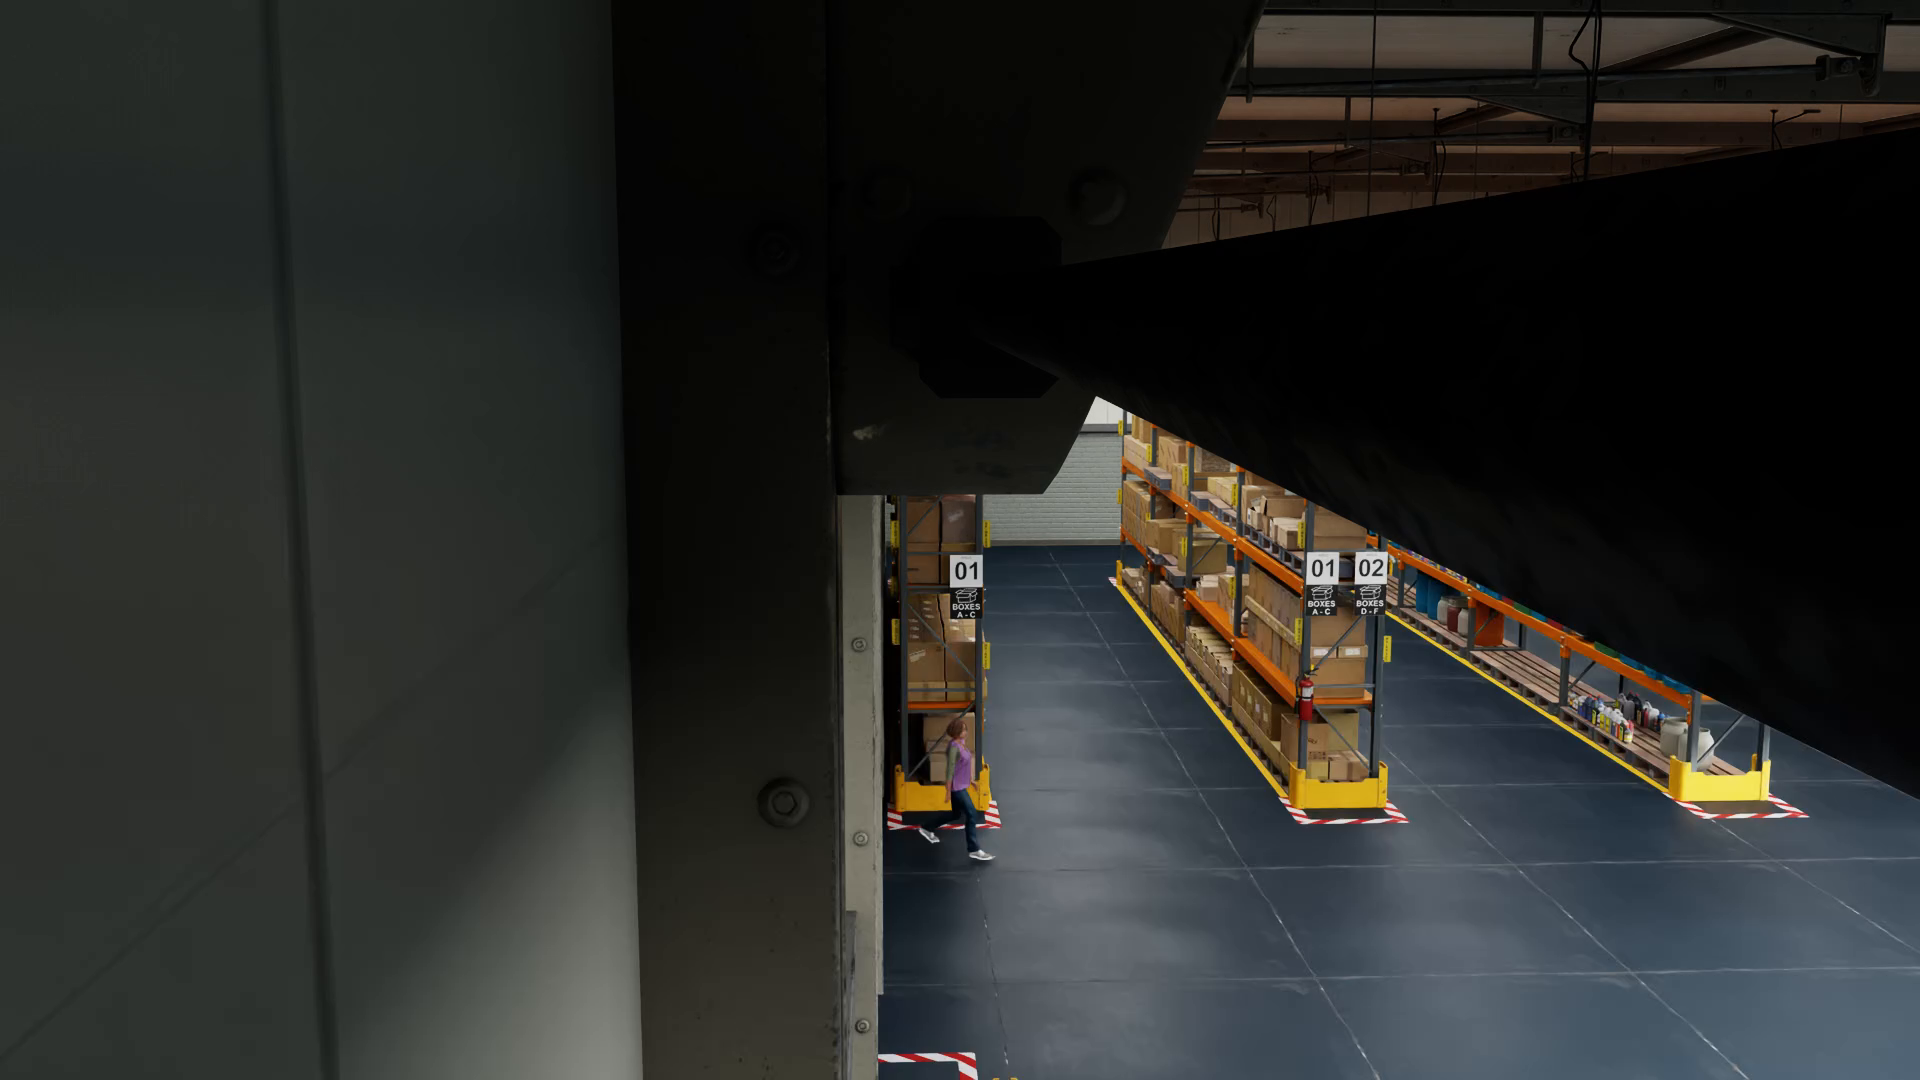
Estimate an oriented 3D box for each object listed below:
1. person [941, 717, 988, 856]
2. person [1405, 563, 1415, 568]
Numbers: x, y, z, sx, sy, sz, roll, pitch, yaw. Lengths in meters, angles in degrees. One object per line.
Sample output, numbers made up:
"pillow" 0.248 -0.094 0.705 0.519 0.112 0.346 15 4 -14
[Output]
"person" 0.016 2.778 18.833 0.477 1.603 0.526 -5 10 -31
"person" 10.570 -0.261 38.883 0.642 1.826 0.576 -6 10 -33
